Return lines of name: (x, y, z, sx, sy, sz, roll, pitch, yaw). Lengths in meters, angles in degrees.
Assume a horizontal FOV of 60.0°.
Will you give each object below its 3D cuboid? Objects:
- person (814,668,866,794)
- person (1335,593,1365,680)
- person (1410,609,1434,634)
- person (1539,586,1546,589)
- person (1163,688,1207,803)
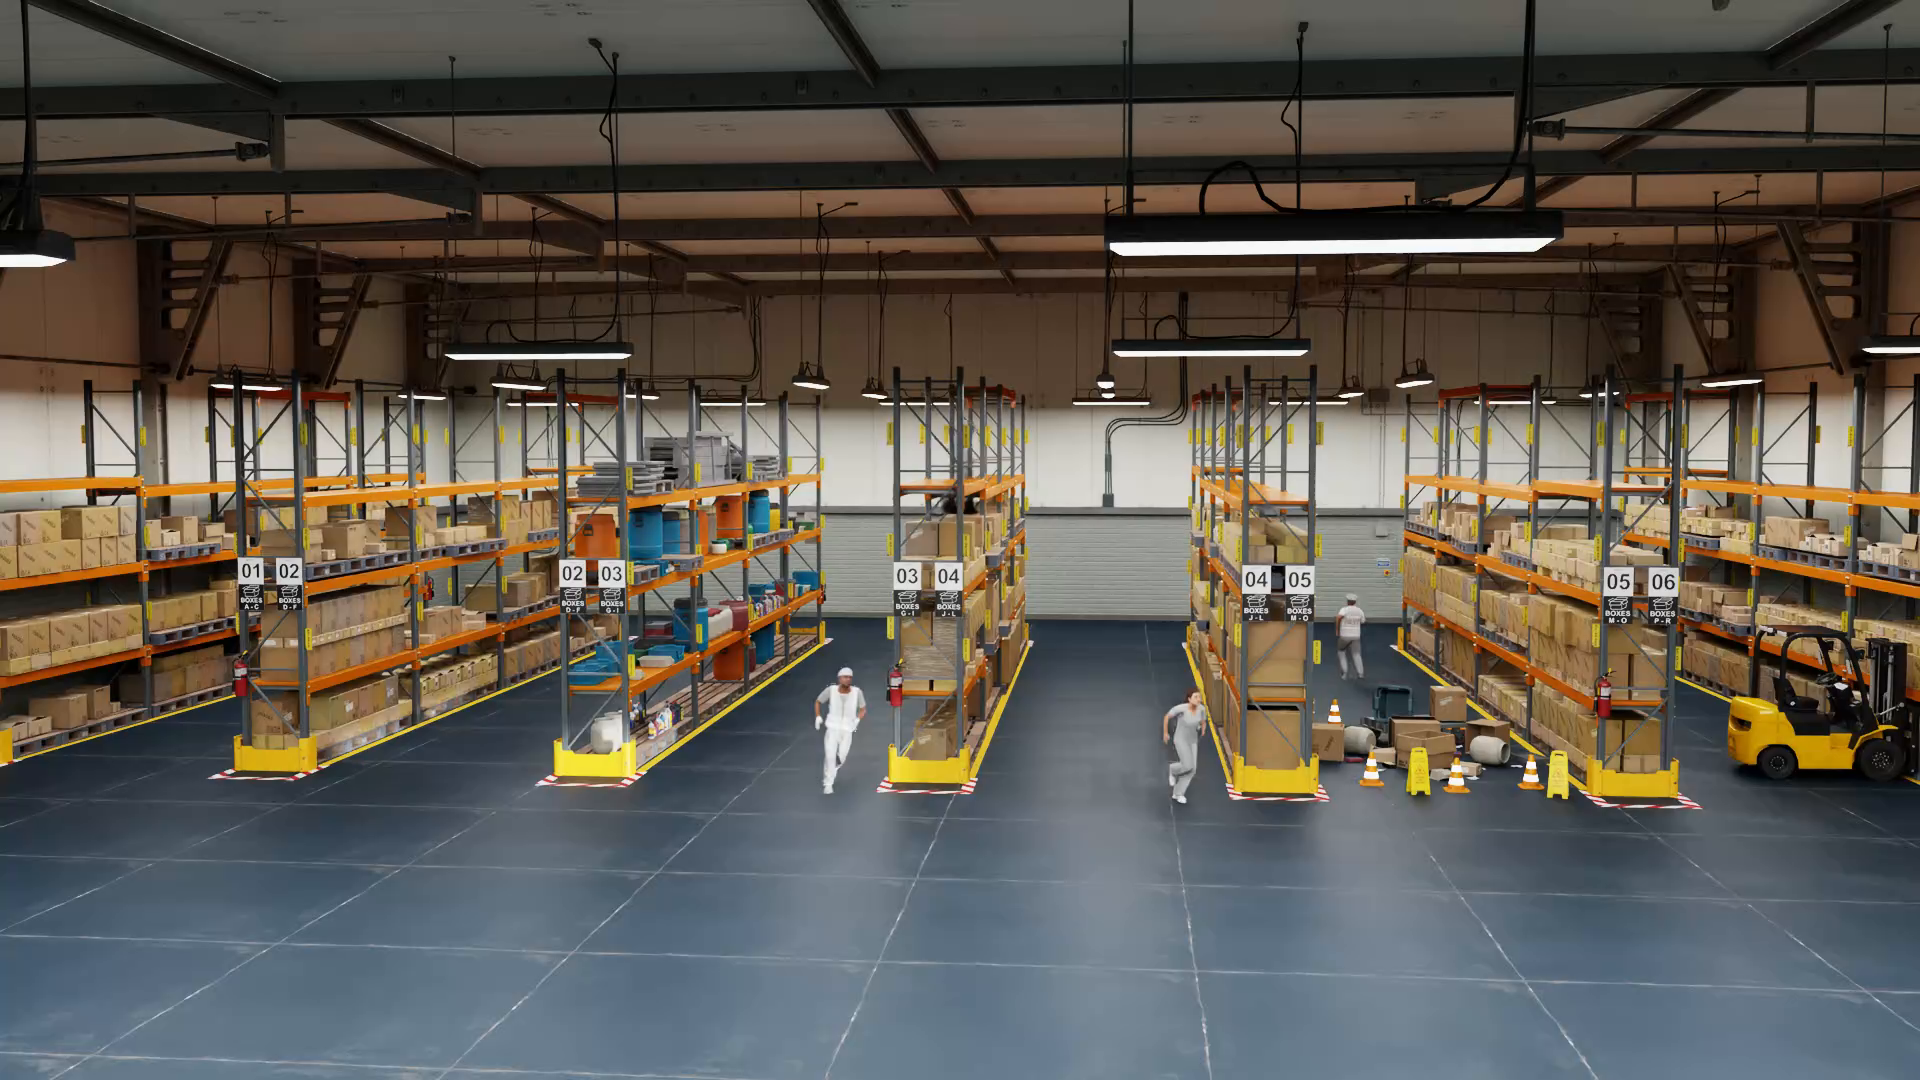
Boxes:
person: (-1.693, 2.674, 23.574, 0.733, 1.741, 0.764, -1, 4, -9)
person: (7.974, 2.013, 34.029, 0.671, 1.829, 0.901, 0, 4, -1)
person: (11.166, 1.623, 40.201, 0.958, 1.745, 0.758, 2, 4, 27)
person: (12.735, 1.891, 36.064, 0.659, 1.771, 1.110, -1, 4, -15)
person: (3.101, 2.803, 22.795, 0.546, 1.597, 0.691, -2, 4, -28)
